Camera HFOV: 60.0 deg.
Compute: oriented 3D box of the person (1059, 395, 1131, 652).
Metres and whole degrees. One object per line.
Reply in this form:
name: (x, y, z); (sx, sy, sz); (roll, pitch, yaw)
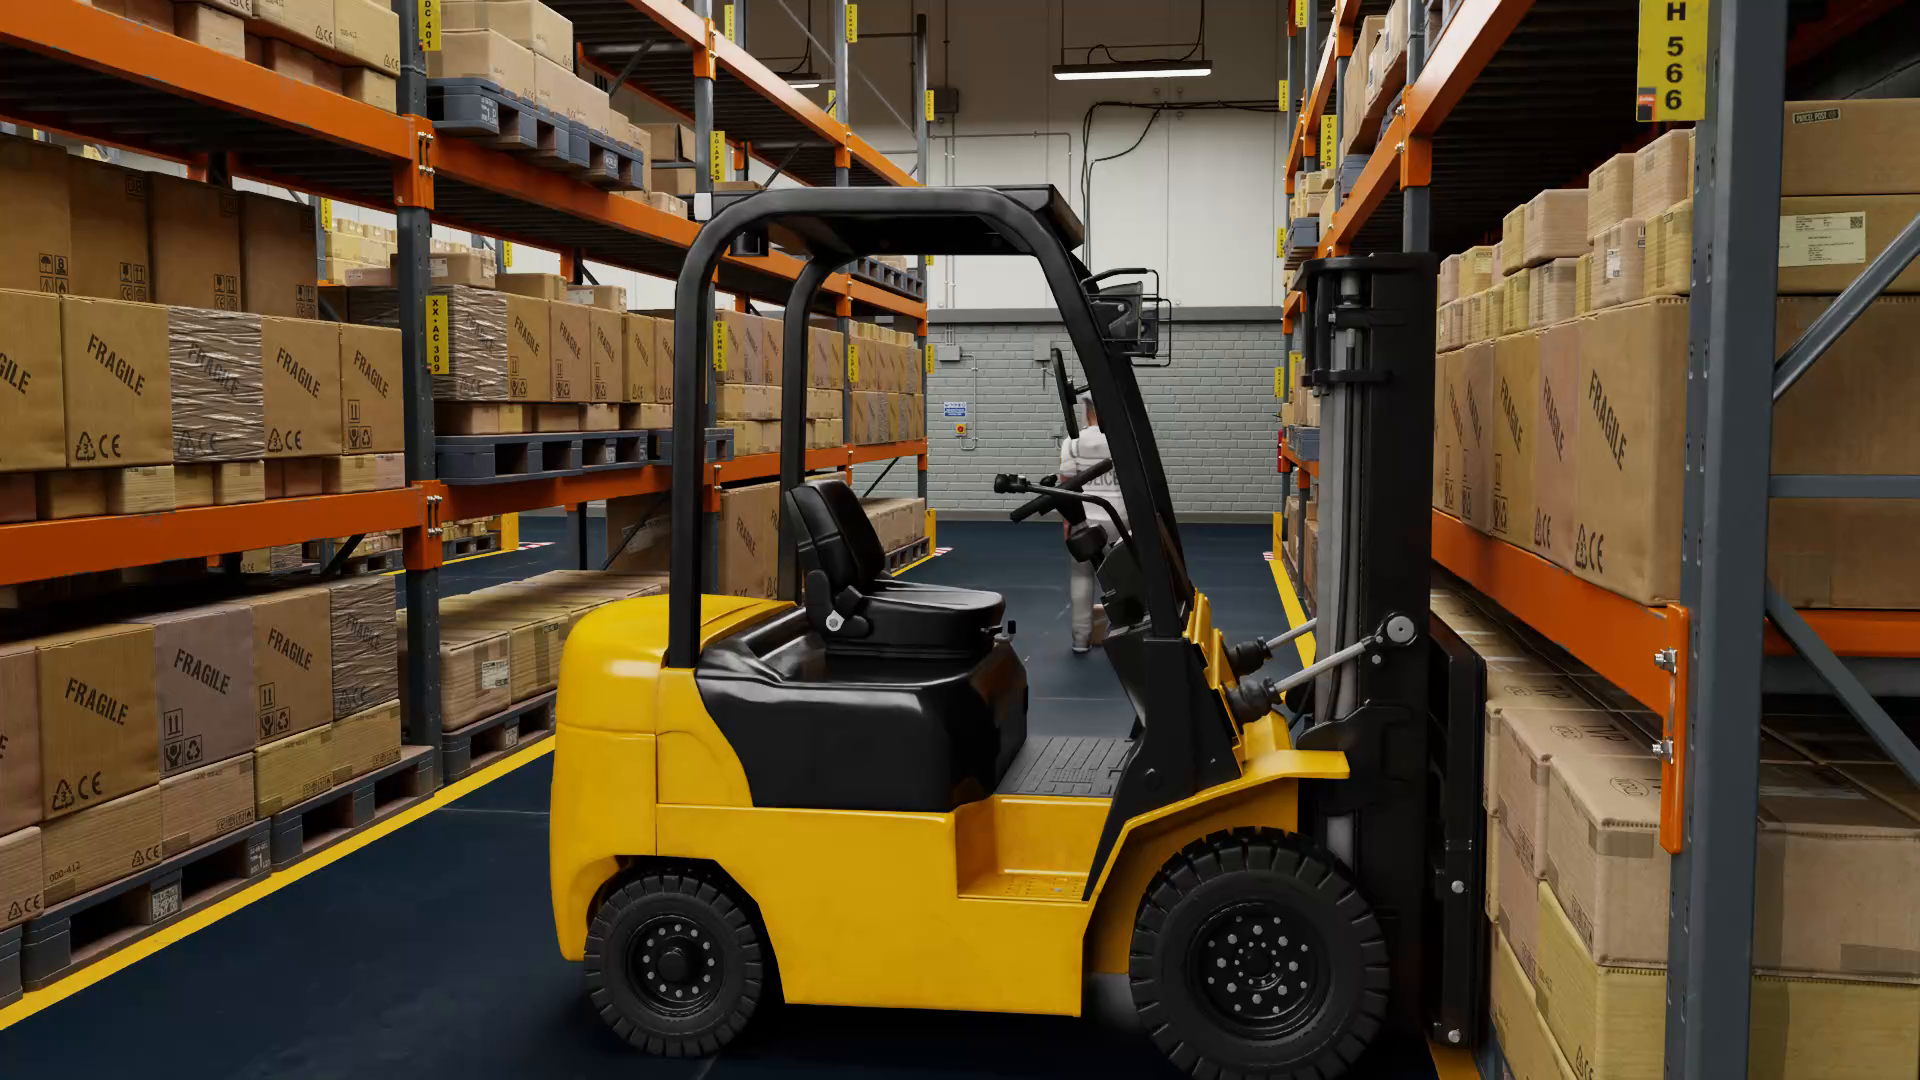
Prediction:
person: (0.930, -0.110, 11.136); (0.530, 1.738, 0.391); (1, 4, 10)
